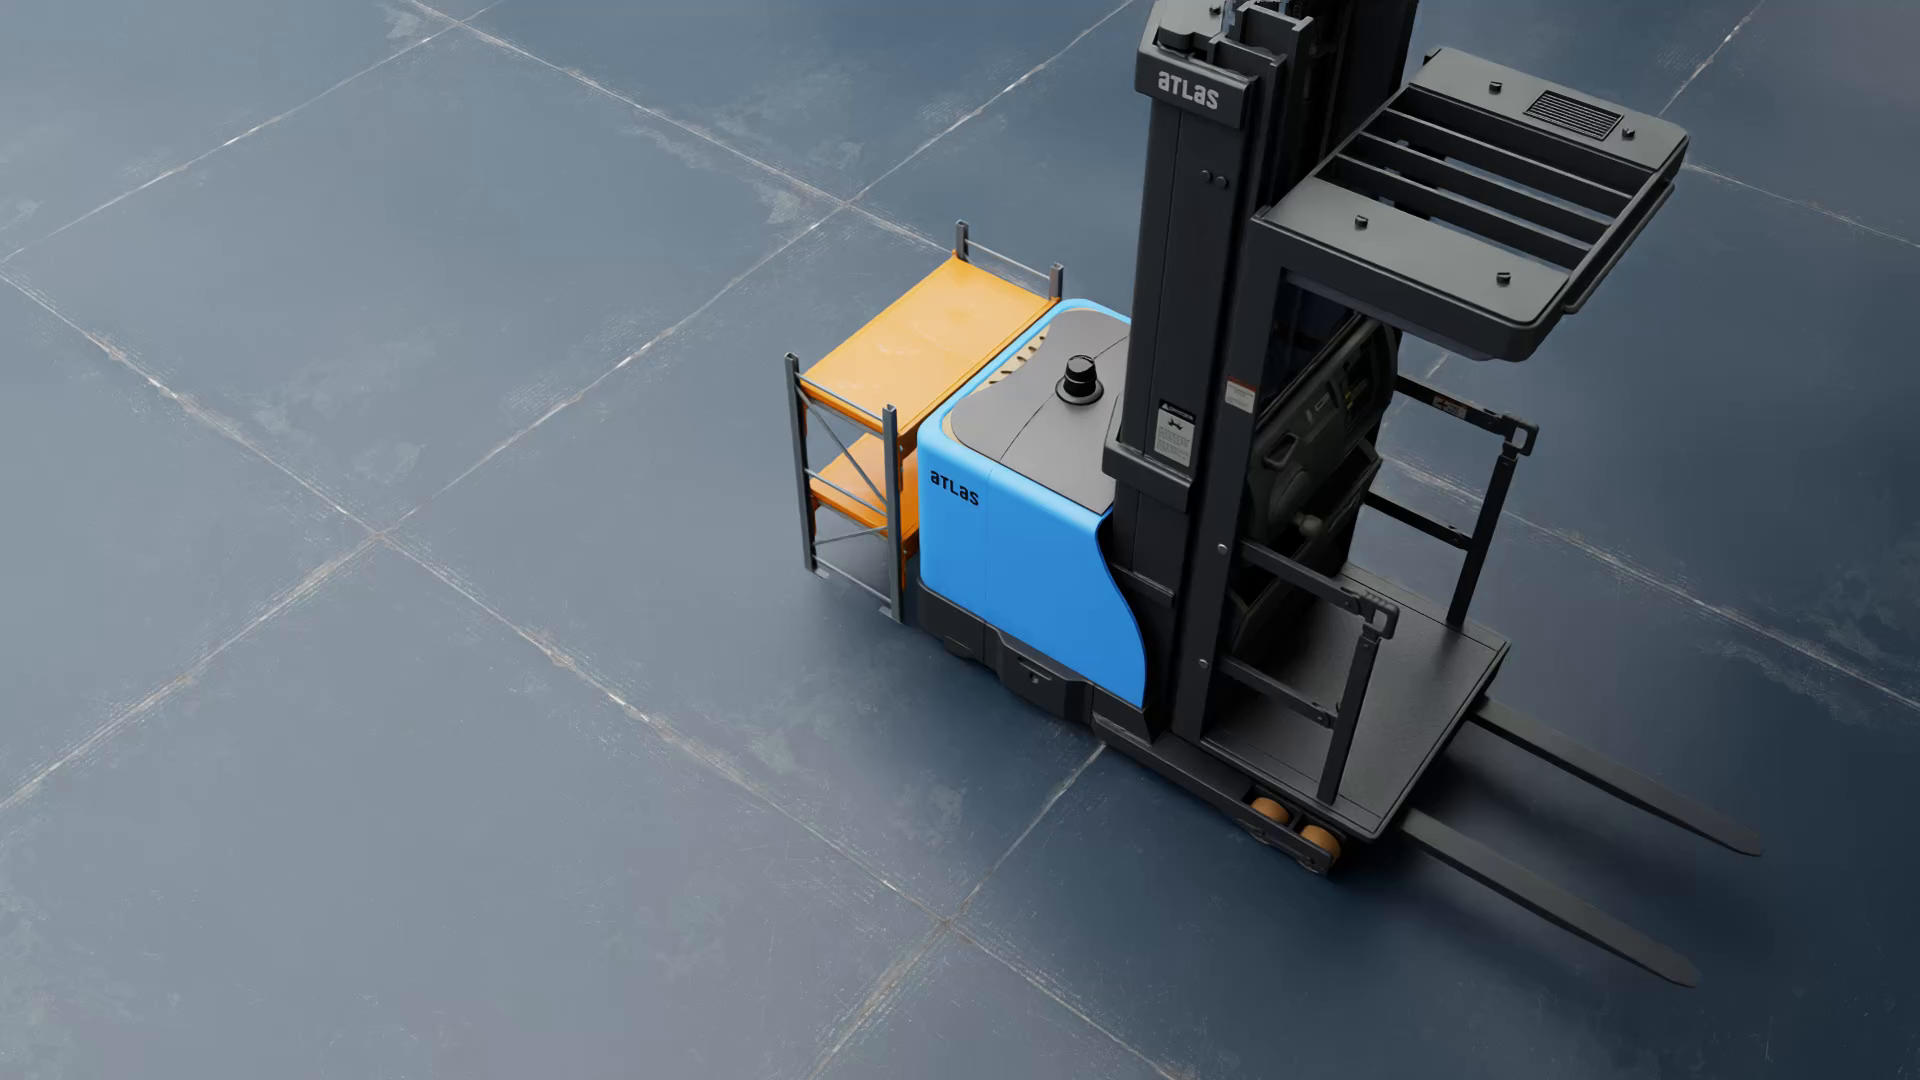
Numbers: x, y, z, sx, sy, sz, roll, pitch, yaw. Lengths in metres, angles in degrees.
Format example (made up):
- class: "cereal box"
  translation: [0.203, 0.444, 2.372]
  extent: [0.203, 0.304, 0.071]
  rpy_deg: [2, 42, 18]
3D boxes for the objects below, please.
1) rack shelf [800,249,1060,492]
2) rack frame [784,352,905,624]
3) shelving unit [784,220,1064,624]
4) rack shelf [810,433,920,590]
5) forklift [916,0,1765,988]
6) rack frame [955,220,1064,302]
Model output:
- class: "rack shelf"
  translation: [-0.119, -0.669, 6.371]
  extent: [0.538, 0.278, 1.000]
  rpy_deg: [29, 53, 25]
- class: "rack frame"
  translation: [-0.428, -0.175, 6.304]
  extent: [0.500, 1.125, 0.032]
  rpy_deg: [29, 53, 25]
- class: "shelving unit"
  translation: [-0.119, -0.467, 6.583]
  extent: [0.538, 1.125, 1.048]
  rpy_deg: [29, 53, 25]
- class: "rack shelf"
  translation: [-0.119, -0.298, 6.760]
  extent: [0.538, 0.278, 1.000]
  rpy_deg: [29, 53, 25]
- class: "forklift"
  translation: [1.315, -0.295, 5.169]
  extent: [3.031, 2.935, 1.130]
  rpy_deg: [29, 53, 25]
- class: "rack frame"
  translation: [0.189, -0.759, 6.862]
  extent: [0.500, 1.125, 0.032]
  rpy_deg: [29, 53, 25]
